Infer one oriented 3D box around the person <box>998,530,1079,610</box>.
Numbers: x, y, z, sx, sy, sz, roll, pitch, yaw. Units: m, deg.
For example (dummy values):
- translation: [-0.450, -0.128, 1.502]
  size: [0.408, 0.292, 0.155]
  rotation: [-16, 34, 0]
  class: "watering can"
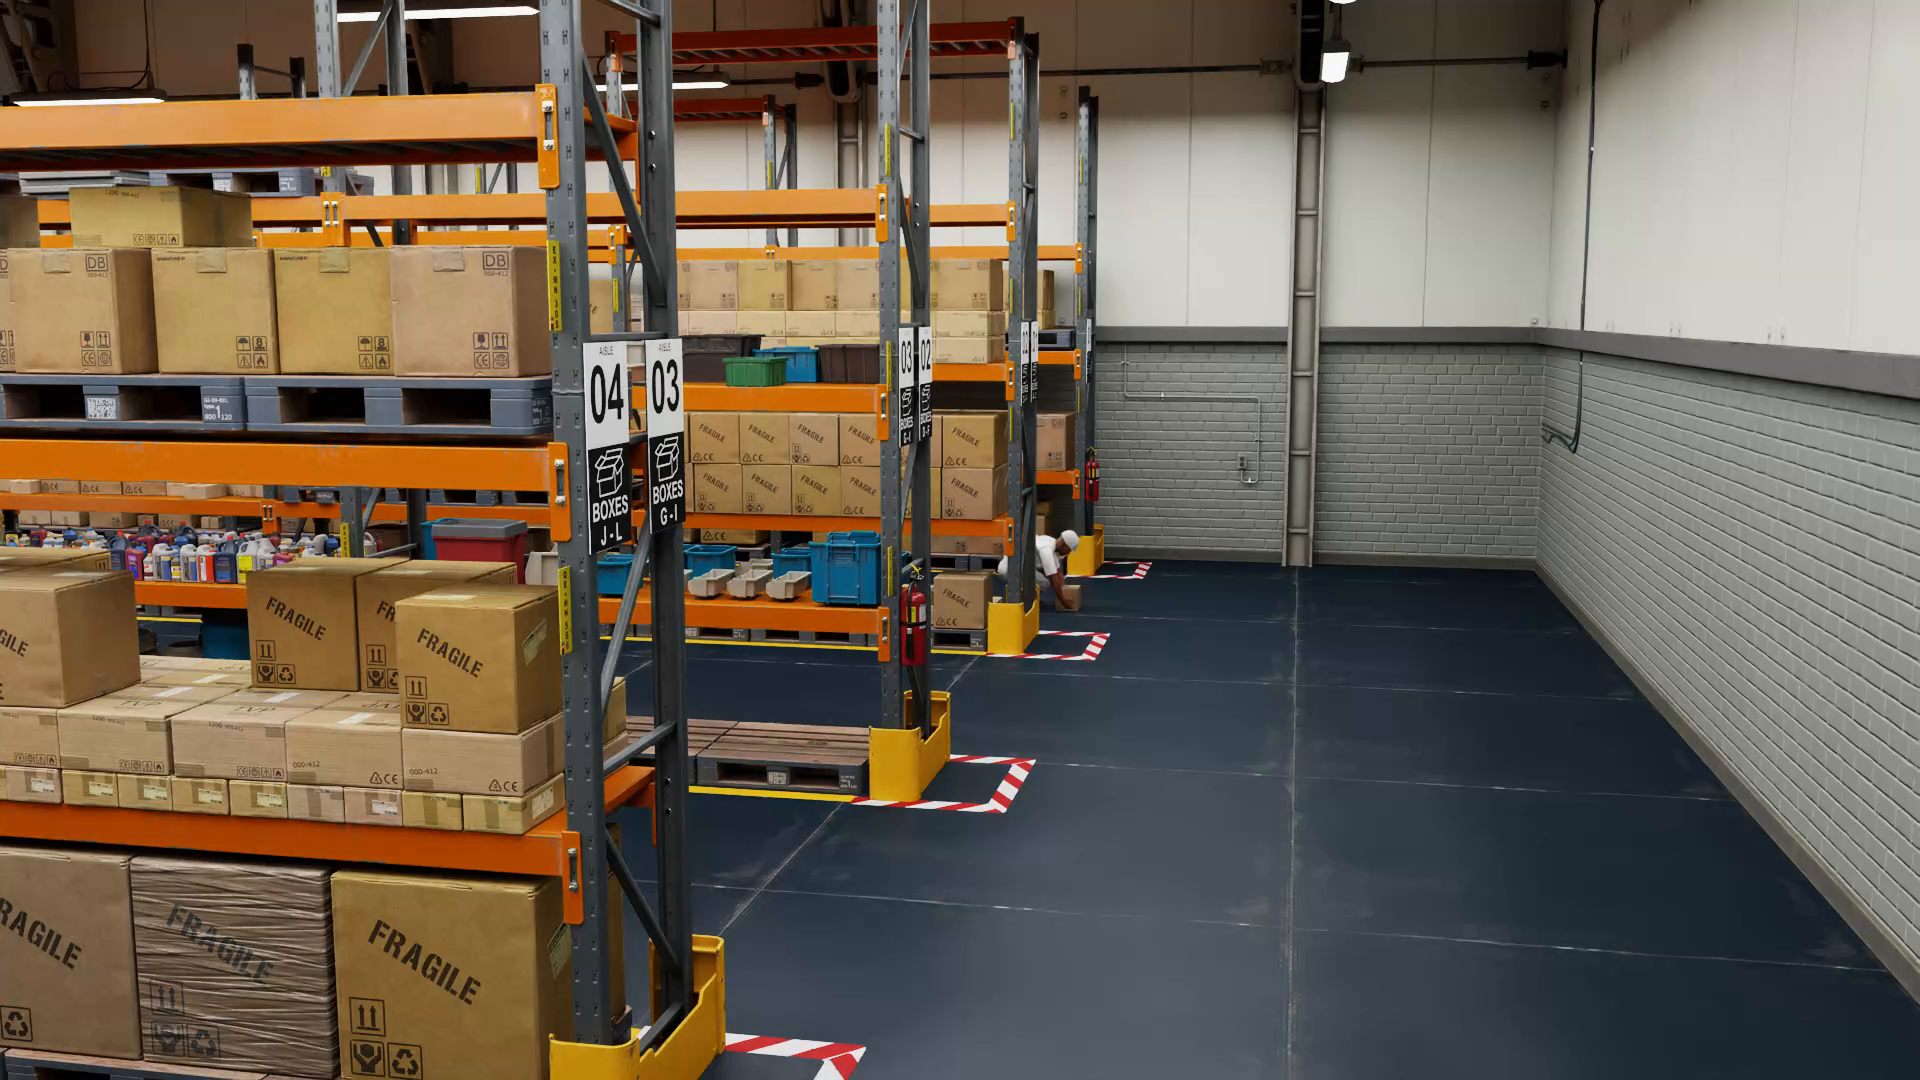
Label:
- translation: [0.883, 0.326, 18.630]
  size: [0.897, 0.887, 0.562]
  rotation: [2, 8, 11]
  class: "person"
